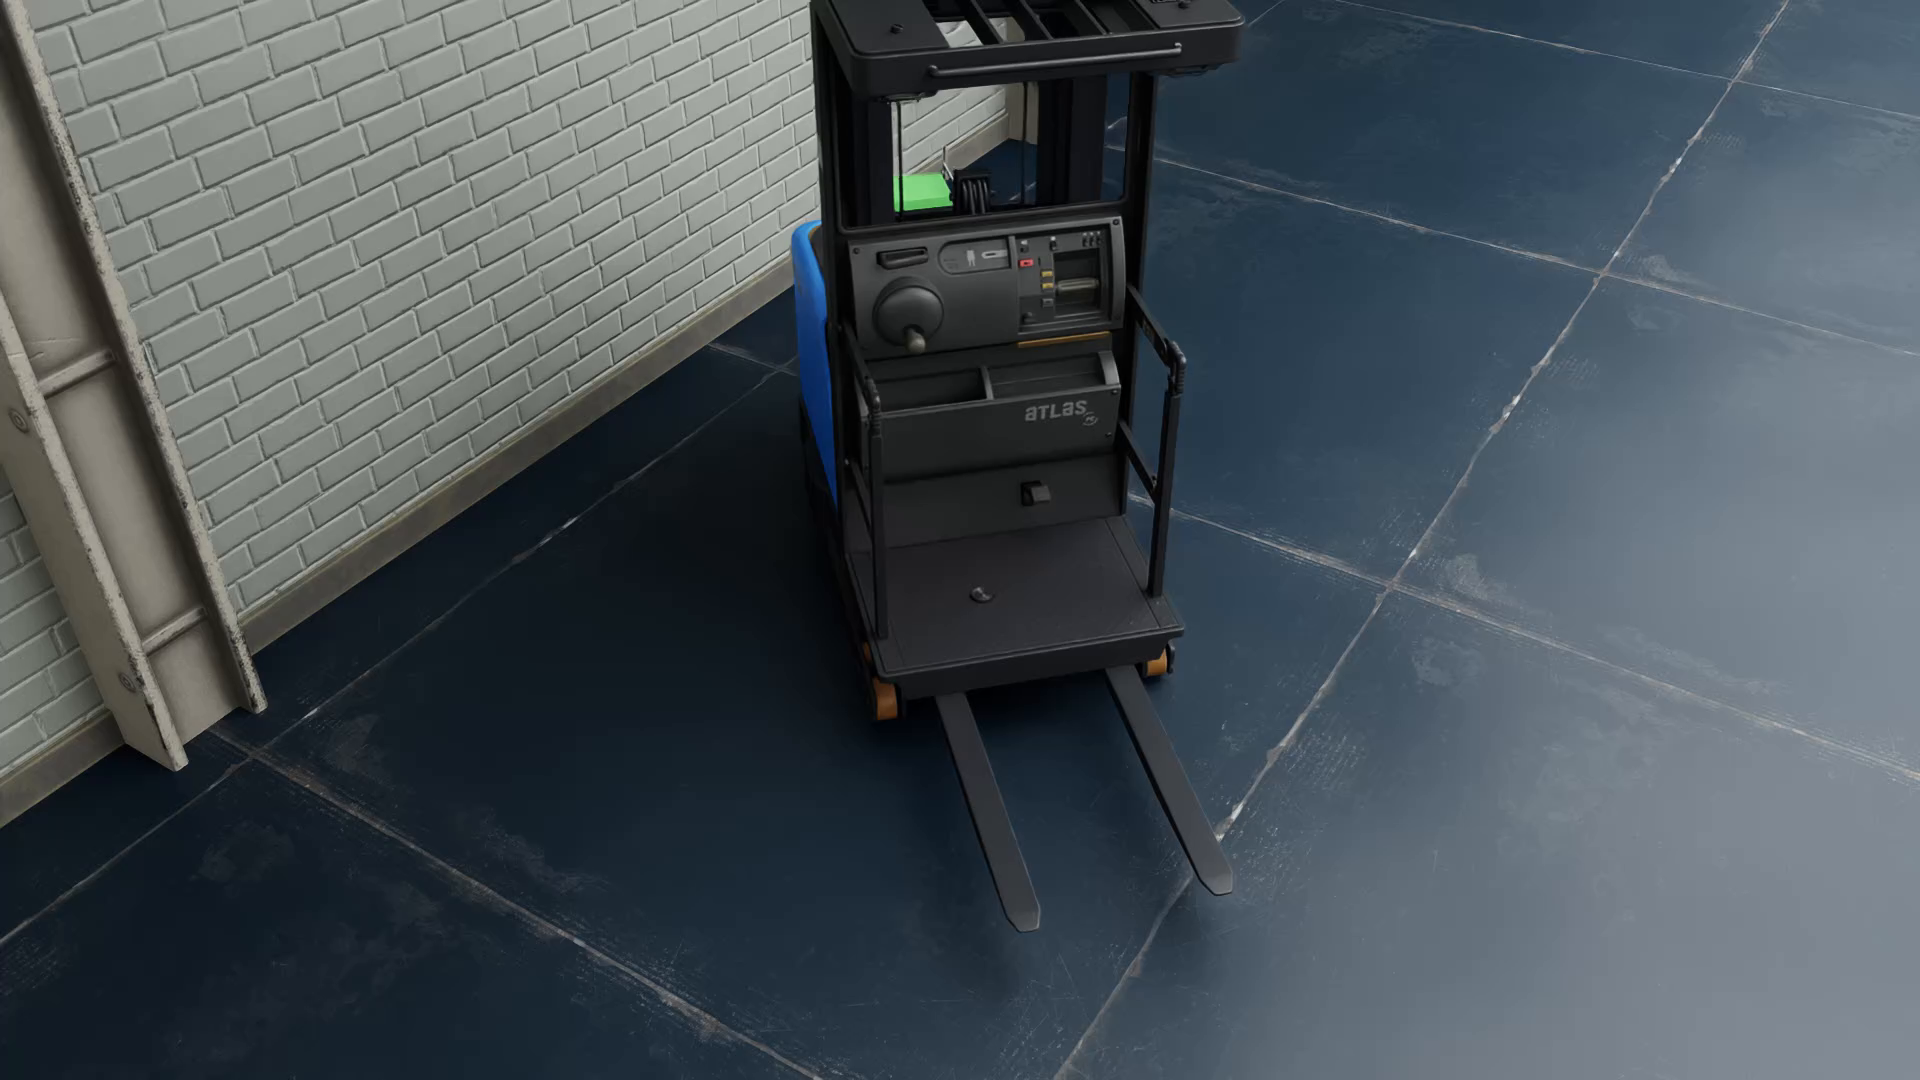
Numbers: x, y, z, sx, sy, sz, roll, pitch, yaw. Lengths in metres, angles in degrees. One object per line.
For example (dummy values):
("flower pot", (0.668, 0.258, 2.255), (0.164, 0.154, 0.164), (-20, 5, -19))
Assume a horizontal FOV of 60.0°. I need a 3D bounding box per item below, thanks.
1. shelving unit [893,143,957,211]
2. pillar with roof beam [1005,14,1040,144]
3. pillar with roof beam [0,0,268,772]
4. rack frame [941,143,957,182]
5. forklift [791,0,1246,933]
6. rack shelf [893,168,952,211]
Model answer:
("shelving unit", (-0.281, -1.069, 7.154), (0.503, 1.200, 0.258), (-9, 38, -11))
("pillar with roof beam", (4.130, -4.603, 5.351), (9.100, 9.000, 0.400), (21, 42, 25))
("pillar with roof beam", (0.915, -1.510, 1.338), (9.100, 9.000, 0.400), (21, 42, 25))
("rack frame", (-0.044, -1.105, 7.201), (0.015, 1.200, 0.240), (-9, 38, -11))
("forklift", (0.149, -0.776, 5.356), (1.130, 2.935, 3.031), (-8, 38, -11))
("rack shelf", (-0.281, -1.399, 6.900), (0.480, 0.148, 0.258), (-9, 38, -11))
